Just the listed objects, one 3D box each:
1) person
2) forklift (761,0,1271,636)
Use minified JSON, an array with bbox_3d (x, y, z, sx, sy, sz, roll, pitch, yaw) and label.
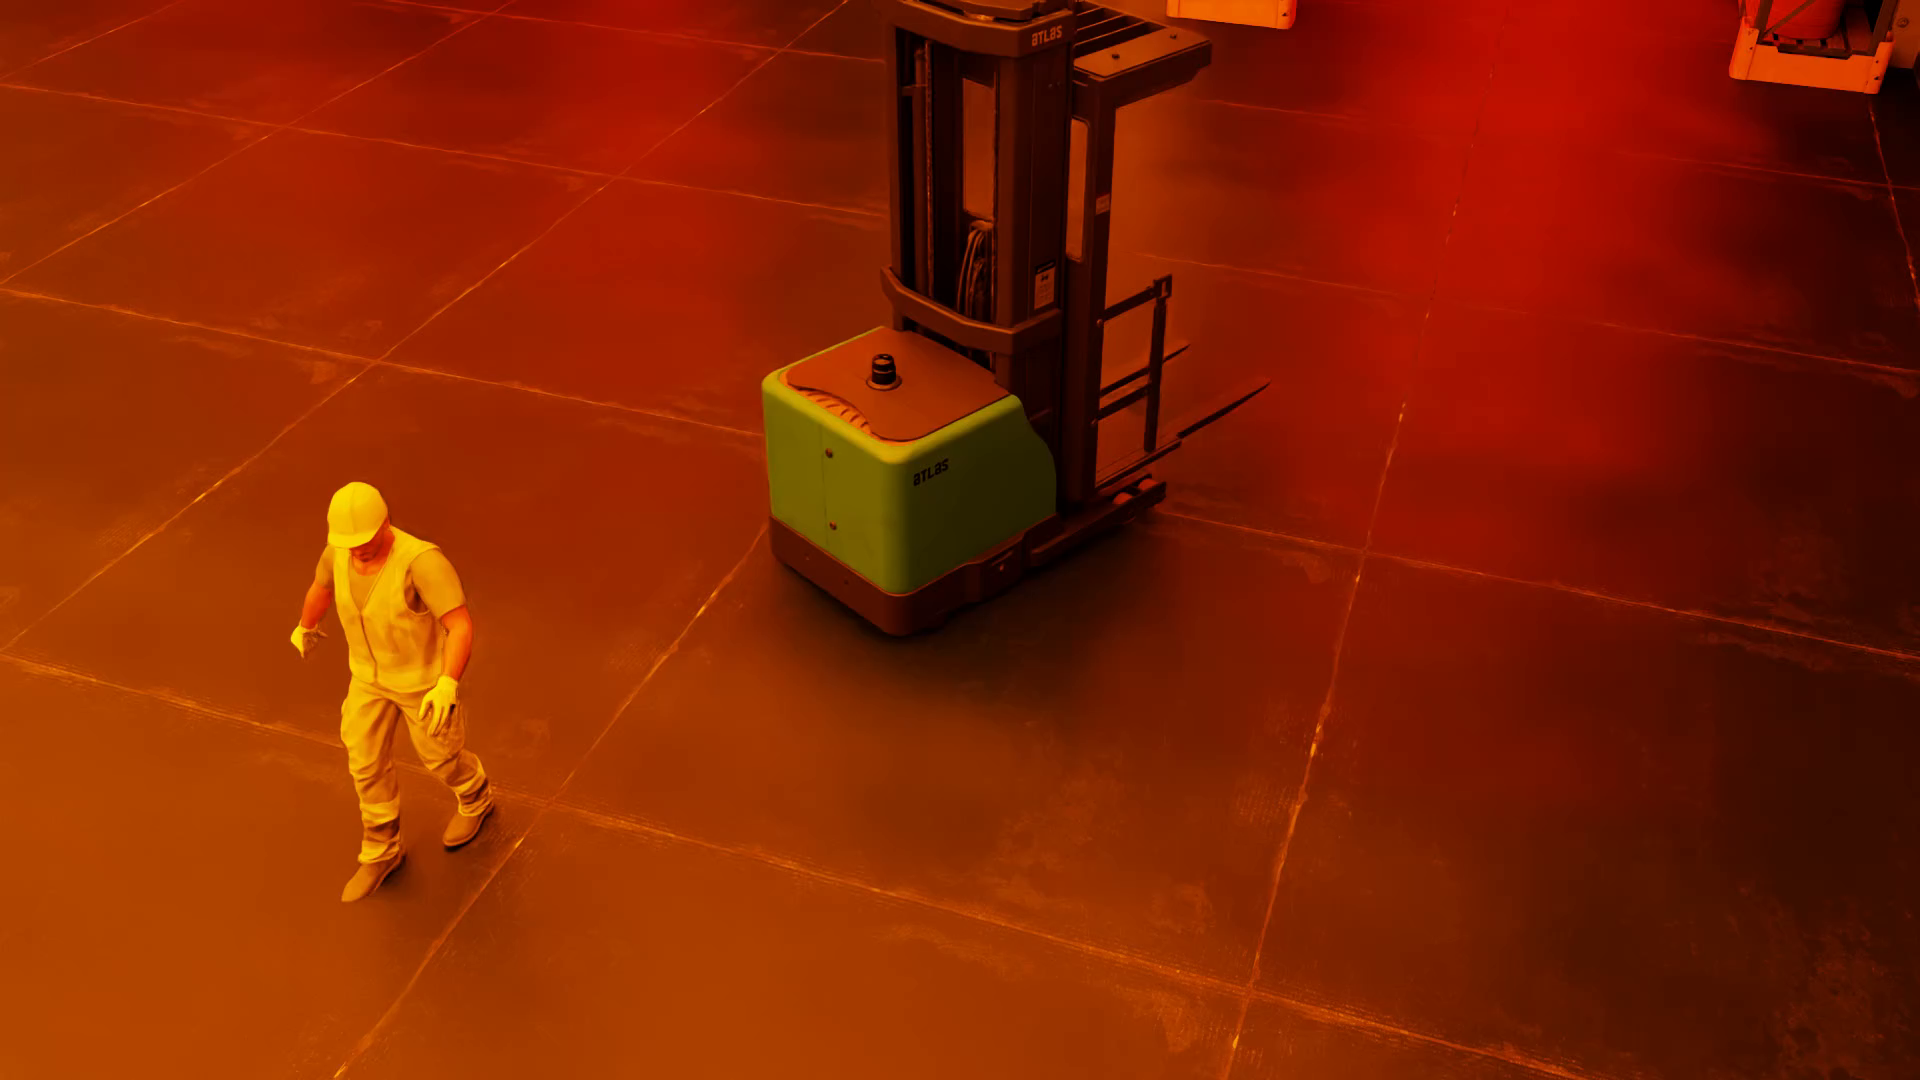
[{"bbox_3d":[-2.216,0.578,6.336,1.031,1.781,0.698,13,37,17],"label":"person"},{"bbox_3d":[0.458,-1.476,8.192,3.031,2.935,1.130,-28,44,-34],"label":"forklift"}]
